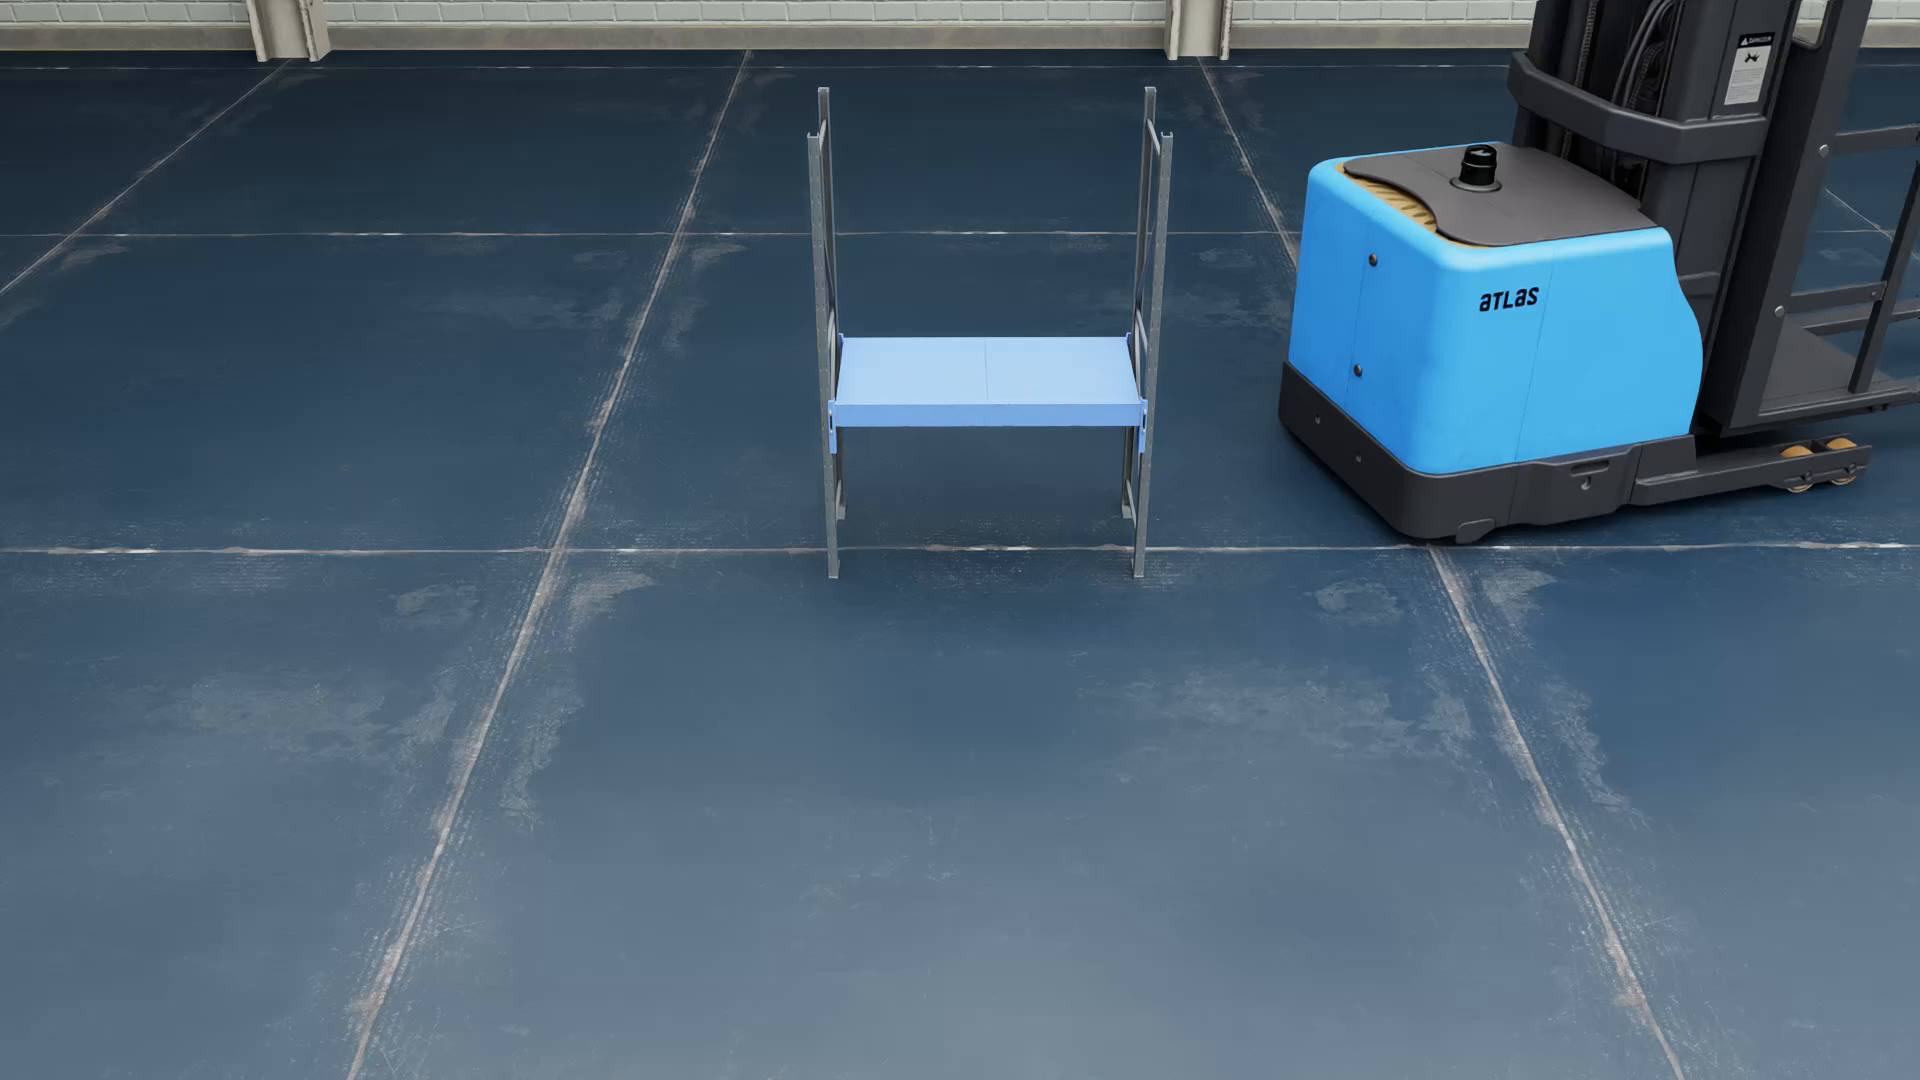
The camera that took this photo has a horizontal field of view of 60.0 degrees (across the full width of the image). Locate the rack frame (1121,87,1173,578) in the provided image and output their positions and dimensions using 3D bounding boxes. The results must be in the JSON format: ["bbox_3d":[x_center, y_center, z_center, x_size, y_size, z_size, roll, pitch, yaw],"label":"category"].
[{"bbox_3d":[0.594,-0.643,5.364,0.032,1.500,0.500,0,31,0],"label":"rack frame"}]

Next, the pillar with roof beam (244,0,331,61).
[{"bbox_3d":[-4.400,-4.845,5.060,0.400,9.000,9.100,0,31,0],"label":"pillar with roof beam"}]

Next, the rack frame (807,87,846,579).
[{"bbox_3d":[-0.423,-0.640,5.359,0.032,1.500,0.500,0,31,0],"label":"rack frame"}]

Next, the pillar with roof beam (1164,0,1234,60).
[{"bbox_3d":[1.600,-4.864,5.091,0.400,9.000,9.100,0,31,0],"label":"pillar with roof beam"}]

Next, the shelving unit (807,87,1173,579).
[{"bbox_3d":[0.085,-0.641,5.361,1.048,1.500,0.538,0,31,0],"label":"shelving unit"}]

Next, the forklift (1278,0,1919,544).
[{"bbox_3d":[2.797,-1.676,5.688,3.031,2.935,1.130,-9,32,-15],"label":"forklift"}]

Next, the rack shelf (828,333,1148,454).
[{"bbox_3d":[0.085,-0.488,5.455,1.000,0.185,0.538,0,31,0],"label":"rack shelf"}]
